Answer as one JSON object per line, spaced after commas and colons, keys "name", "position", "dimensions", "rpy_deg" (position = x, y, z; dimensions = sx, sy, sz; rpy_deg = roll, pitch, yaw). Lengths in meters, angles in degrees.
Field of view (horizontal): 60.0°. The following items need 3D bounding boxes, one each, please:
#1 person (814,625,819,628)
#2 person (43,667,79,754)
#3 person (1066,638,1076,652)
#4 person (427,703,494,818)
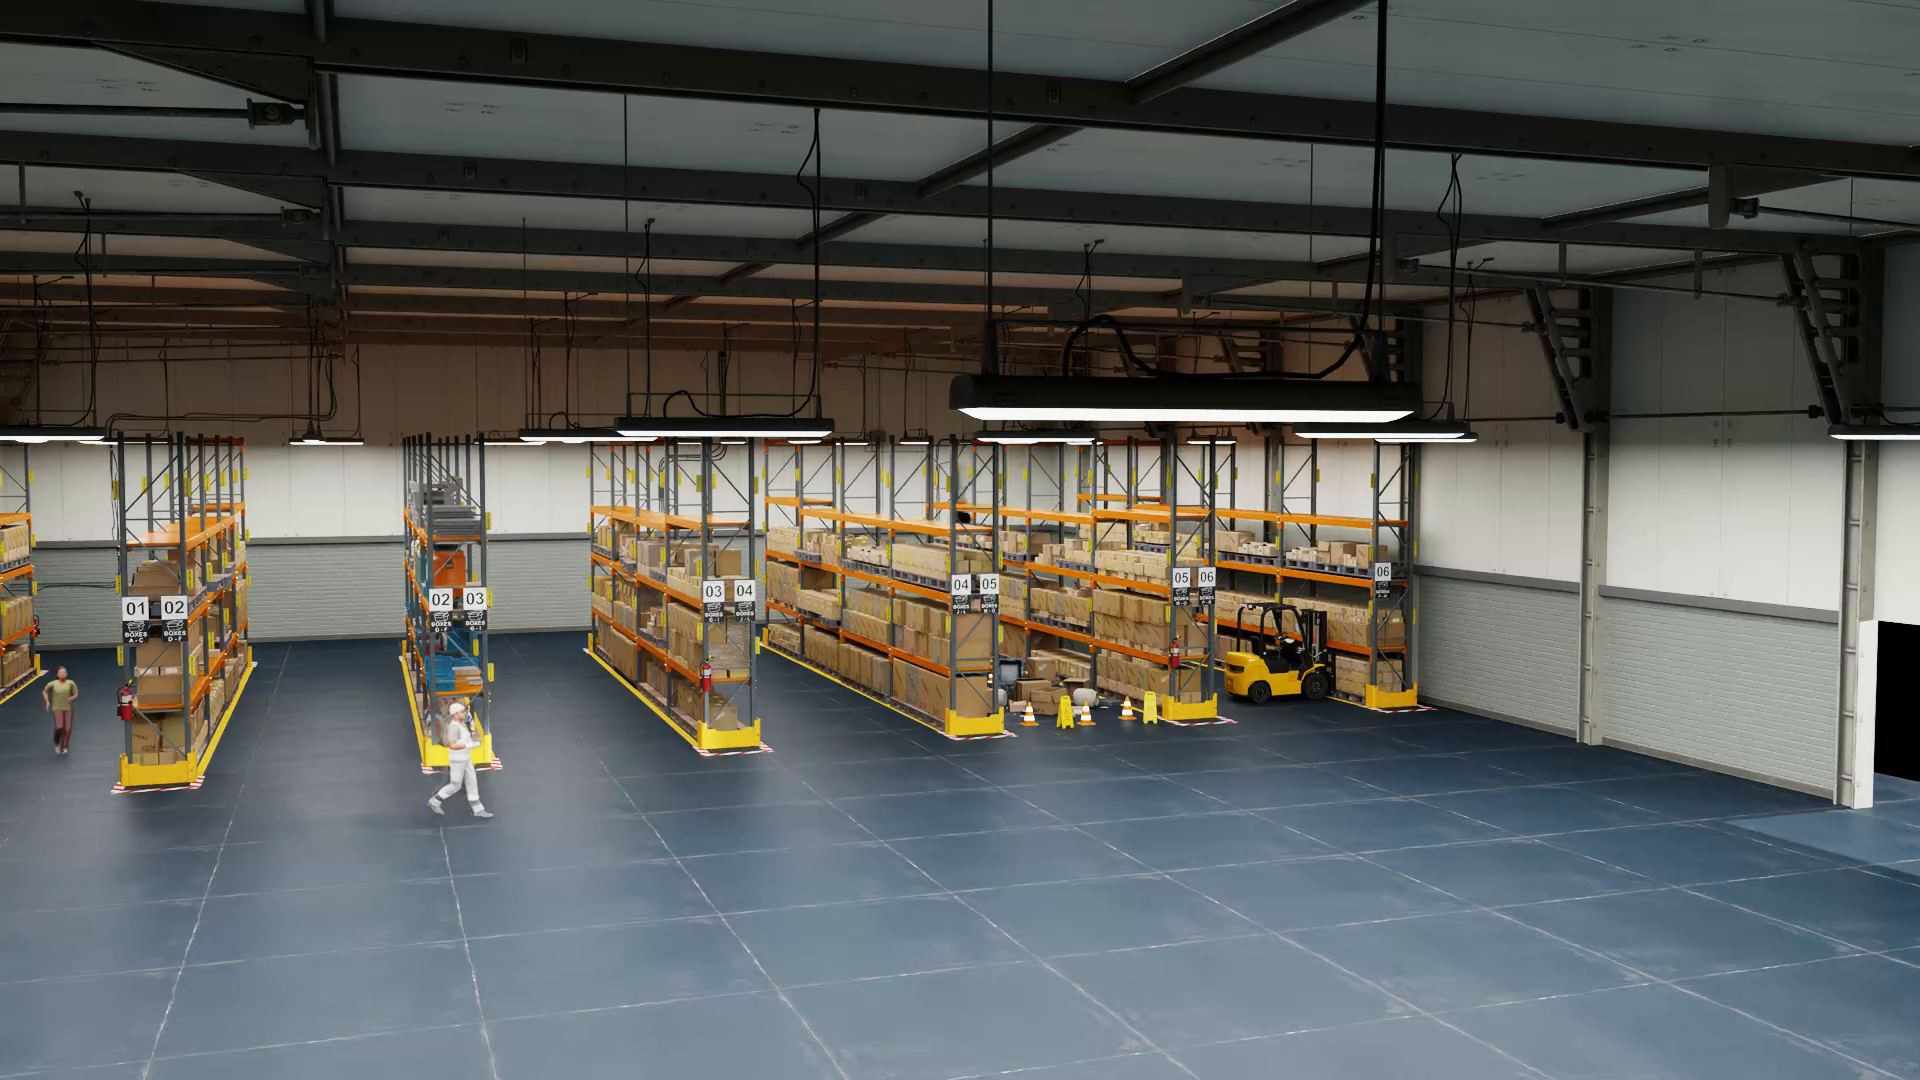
{"name": "person", "position": [-4.171, 2.169, 49.341], "dimensions": [0.675, 1.707, 0.788], "rpy_deg": [-2, 4, -35]}
{"name": "person", "position": [-16.690, 3.169, 30.921], "dimensions": [0.558, 1.634, 0.620], "rpy_deg": [-2, 4, -38]}
{"name": "person", "position": [2.910, 2.305, 45.704], "dimensions": [0.671, 1.778, 0.991], "rpy_deg": [-1, 3, -18]}
{"name": "person", "position": [-7.663, 3.385, 25.469], "dimensions": [0.993, 1.779, 0.652], "rpy_deg": [0, 3, 1]}
